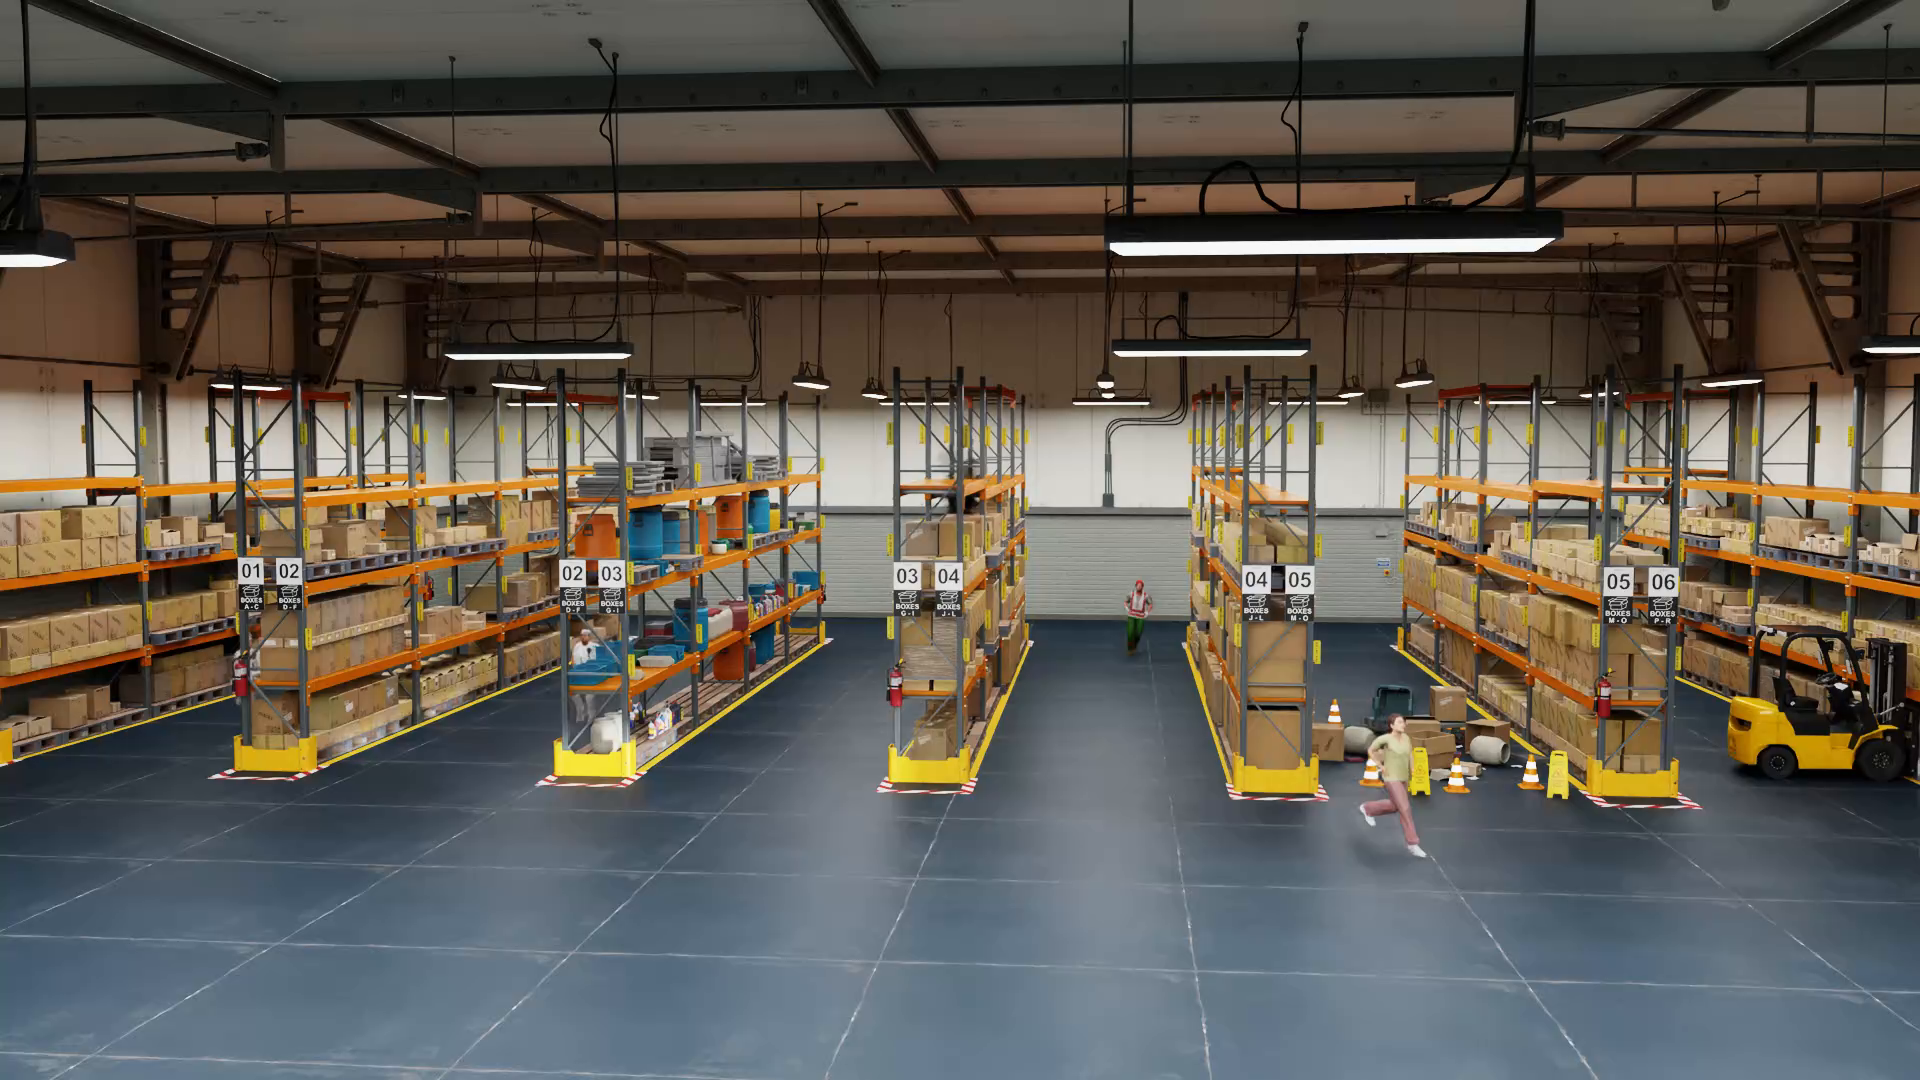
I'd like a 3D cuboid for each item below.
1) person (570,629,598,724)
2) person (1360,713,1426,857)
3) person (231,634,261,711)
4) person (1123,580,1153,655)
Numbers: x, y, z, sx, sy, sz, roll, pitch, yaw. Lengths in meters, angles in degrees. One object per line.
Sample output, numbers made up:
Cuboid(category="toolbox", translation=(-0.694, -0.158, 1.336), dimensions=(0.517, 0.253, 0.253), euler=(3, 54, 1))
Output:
Cuboid(category="person", translation=(-6.516, 2.378, 28.987), dimensions=(0.663, 1.664, 0.593), euler=(1, 4, 12))
Cuboid(category="person", translation=(5.294, 2.929, 20.271), dimensions=(0.548, 1.667, 1.105), euler=(-2, 4, -35))
Cuboid(category="person", translation=(-12.163, 2.414, 28.361), dimensions=(0.615, 1.658, 0.541), euler=(-1, 4, -9))
Cuboid(category="person", translation=(4.063, 1.775, 38.068), dimensions=(0.680, 1.728, 0.625), euler=(1, 4, 11))
